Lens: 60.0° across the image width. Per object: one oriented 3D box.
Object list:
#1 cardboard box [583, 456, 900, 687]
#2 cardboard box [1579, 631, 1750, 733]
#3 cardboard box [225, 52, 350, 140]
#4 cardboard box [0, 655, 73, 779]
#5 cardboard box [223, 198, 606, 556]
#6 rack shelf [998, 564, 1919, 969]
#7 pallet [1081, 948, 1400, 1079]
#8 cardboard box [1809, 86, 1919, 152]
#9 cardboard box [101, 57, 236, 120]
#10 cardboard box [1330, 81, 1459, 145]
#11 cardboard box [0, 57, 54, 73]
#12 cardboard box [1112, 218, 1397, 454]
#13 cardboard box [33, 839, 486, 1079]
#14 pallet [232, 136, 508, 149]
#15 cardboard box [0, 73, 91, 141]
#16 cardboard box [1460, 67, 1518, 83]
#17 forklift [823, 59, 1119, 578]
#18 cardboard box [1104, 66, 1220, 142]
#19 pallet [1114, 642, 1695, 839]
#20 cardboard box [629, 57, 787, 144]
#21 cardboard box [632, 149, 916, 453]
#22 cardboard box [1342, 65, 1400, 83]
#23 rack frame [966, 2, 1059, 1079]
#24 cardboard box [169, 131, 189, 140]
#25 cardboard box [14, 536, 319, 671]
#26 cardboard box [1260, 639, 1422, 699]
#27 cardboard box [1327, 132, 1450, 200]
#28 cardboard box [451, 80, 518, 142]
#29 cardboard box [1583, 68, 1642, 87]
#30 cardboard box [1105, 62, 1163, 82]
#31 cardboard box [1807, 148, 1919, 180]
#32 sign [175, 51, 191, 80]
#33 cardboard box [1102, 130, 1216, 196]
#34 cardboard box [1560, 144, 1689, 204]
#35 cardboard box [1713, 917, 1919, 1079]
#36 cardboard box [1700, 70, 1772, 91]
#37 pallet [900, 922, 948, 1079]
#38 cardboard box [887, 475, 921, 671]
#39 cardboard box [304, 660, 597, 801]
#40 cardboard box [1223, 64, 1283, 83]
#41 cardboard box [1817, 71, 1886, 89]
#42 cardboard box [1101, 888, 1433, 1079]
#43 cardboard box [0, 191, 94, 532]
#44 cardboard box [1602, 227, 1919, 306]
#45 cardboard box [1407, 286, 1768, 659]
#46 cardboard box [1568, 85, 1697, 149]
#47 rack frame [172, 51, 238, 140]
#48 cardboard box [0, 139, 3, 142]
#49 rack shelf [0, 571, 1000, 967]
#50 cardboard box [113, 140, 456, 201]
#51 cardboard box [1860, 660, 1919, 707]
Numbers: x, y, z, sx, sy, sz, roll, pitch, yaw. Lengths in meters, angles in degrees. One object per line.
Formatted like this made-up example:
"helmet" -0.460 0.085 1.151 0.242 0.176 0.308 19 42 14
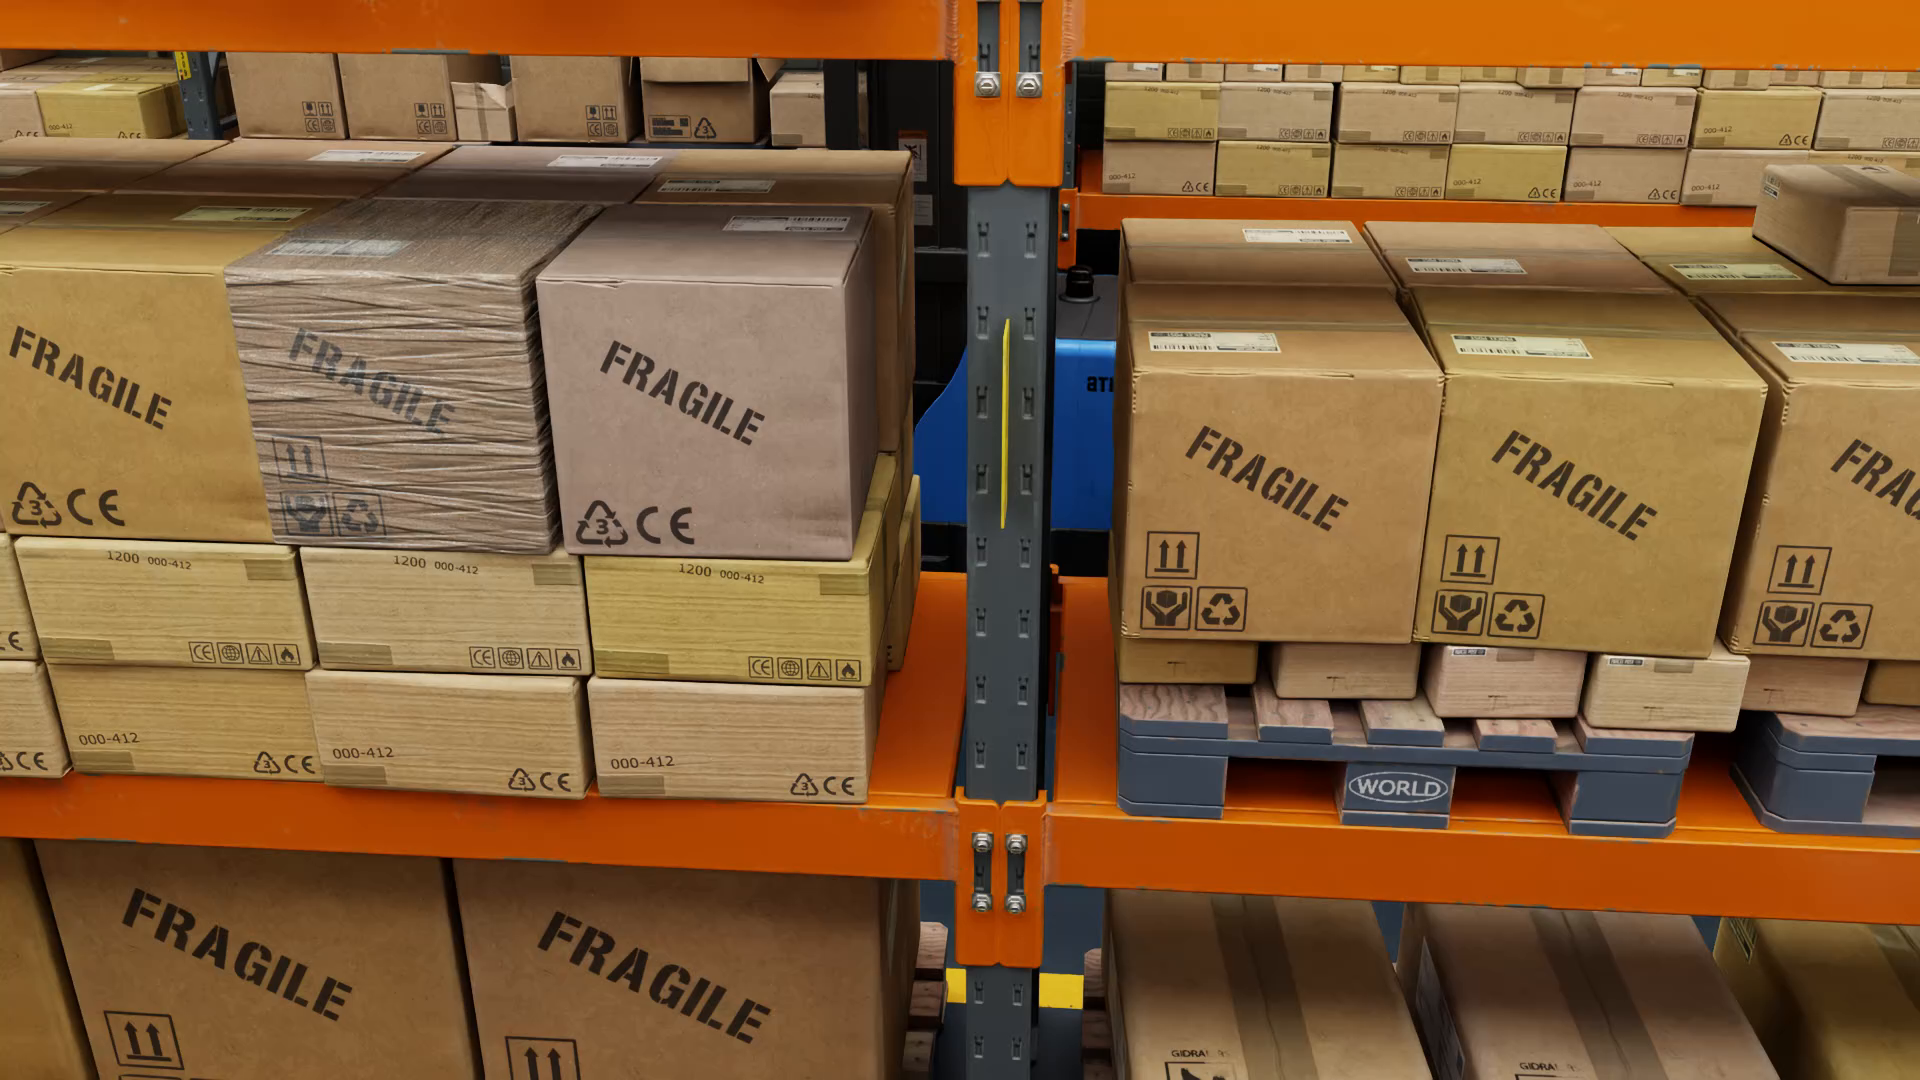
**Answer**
"cardboard box" -0.390 0.041 3.154 0.500 0.250 0.500 2 25 4
"cardboard box" 1.243 0.189 3.049 0.250 0.149 0.380 2 25 4
"cardboard box" -3.035 -2.215 7.853 0.500 0.500 0.700 2 25 5
"cardboard box" -1.934 0.233 3.336 0.500 0.250 0.500 1 25 3
"cardboard box" -0.936 -0.311 3.021 0.500 0.500 0.500 2 25 5
"rack shelf" 2.106 0.500 3.435 4.000 0.370 1.077 2 25 4
"pallet" 0.891 1.402 3.951 1.213 0.211 1.003 2 25 4
"cardboard box" 3.968 -1.900 7.371 0.500 0.250 0.500 1 25 3
"cardboard box" -3.973 -2.283 8.446 0.500 0.250 0.500 2 25 3
"cardboard box" 1.932 -1.962 7.506 0.500 0.250 0.500 1 25 3
"cardboard box" -4.988 -2.313 8.512 0.500 0.250 0.500 2 25 5
"cardboard box" 0.587 -0.363 3.473 0.500 0.500 0.500 1 25 2
"cardboard box" -1.459 0.797 3.969 0.875 0.875 0.875 2 25 5
"pallet" -2.711 -1.929 8.084 1.213 0.211 1.003 2 25 4
"cardboard box" -4.527 -2.079 8.003 0.500 0.250 0.500 2 25 4
"cardboard box" 2.338 -2.162 7.464 0.250 0.149 0.380 2 25 4
"forklift" -0.625 -1.363 6.706 3.031 2.935 1.130 3 25 6
"cardboard box" 0.910 -1.992 7.572 0.500 0.250 0.500 2 25 4
"pallet" 0.831 0.175 3.511 1.003 0.211 1.213 2 25 4
"cardboard box" -1.153 -2.172 7.756 0.637 0.503 0.797 1 25 3
"cardboard box" -0.361 -0.508 3.449 0.500 0.500 0.500 1 25 2
"cardboard box" 1.823 -2.162 7.465 0.250 0.149 0.380 2 25 5
"rack frame" 0.112 0.110 3.424 0.127 3.000 1.000 2 25 4
"cardboard box" -3.837 -1.878 8.044 0.250 0.149 0.380 2 25 5
"cardboard box" -1.414 0.018 3.203 0.500 0.250 0.500 1 25 3
"cardboard box" 0.701 0.144 3.147 0.250 0.149 0.380 0 25 1
"cardboard box" 1.927 -1.743 7.630 0.500 0.250 0.500 1 25 2
"cardboard box" -2.144 -2.013 7.694 0.258 0.266 0.396 3 25 7
"cardboard box" 2.843 -2.118 7.370 0.250 0.149 0.380 2 25 4
"cardboard box" 0.784 -2.167 7.474 0.250 0.149 0.380 3 25 6
"cardboard box" 3.954 -1.670 7.471 0.500 0.250 0.500 2 25 5
"sign" -3.534 -2.254 7.525 0.005 0.325 0.100 2 25 4
"cardboard box" 0.912 -1.775 7.699 0.500 0.250 0.500 2 25 4
"cardboard box" 2.960 -1.713 7.563 0.500 0.250 0.500 2 25 4
"cardboard box" 2.167 1.182 3.735 0.625 0.372 0.950 3 25 6
"cardboard box" 3.348 -2.074 7.272 0.250 0.149 0.380 1 25 2
"pallet" -0.668 1.320 4.130 1.213 0.211 1.003 2 25 4
"cardboard box" -0.357 0.057 3.717 0.500 0.250 0.500 1 25 3
"cardboard box" -0.923 0.260 3.276 0.500 0.250 0.500 2 25 5
"cardboard box" 1.308 -2.161 7.462 0.250 0.149 0.380 3 25 5
"cardboard box" 3.860 -2.091 7.309 0.250 0.149 0.380 1 25 3
"cardboard box" 0.675 1.135 3.837 0.625 0.372 0.950 0 25 0
"cardboard box" -1.934 -0.349 3.103 0.500 0.500 0.500 1 25 3
"cardboard box" 1.606 -0.335 3.413 0.500 0.500 0.500 0 25 0
"cardboard box" 1.063 -0.137 2.982 0.500 0.500 0.500 3 25 7
"cardboard box" 2.945 -1.932 7.441 0.500 0.250 0.500 2 25 5
"rack frame" -3.500 -2.087 8.198 0.127 3.000 1.000 2 25 4
"cardboard box" -2.391 -0.571 3.586 0.500 0.500 0.500 3 25 6
"rack shelf" -1.882 0.372 3.713 4.000 0.370 1.077 2 25 4
"cardboard box" -1.371 -0.543 3.525 0.500 0.500 0.500 3 25 5
"cardboard box" 1.774 0.157 3.118 0.250 0.149 0.380 3 25 6
